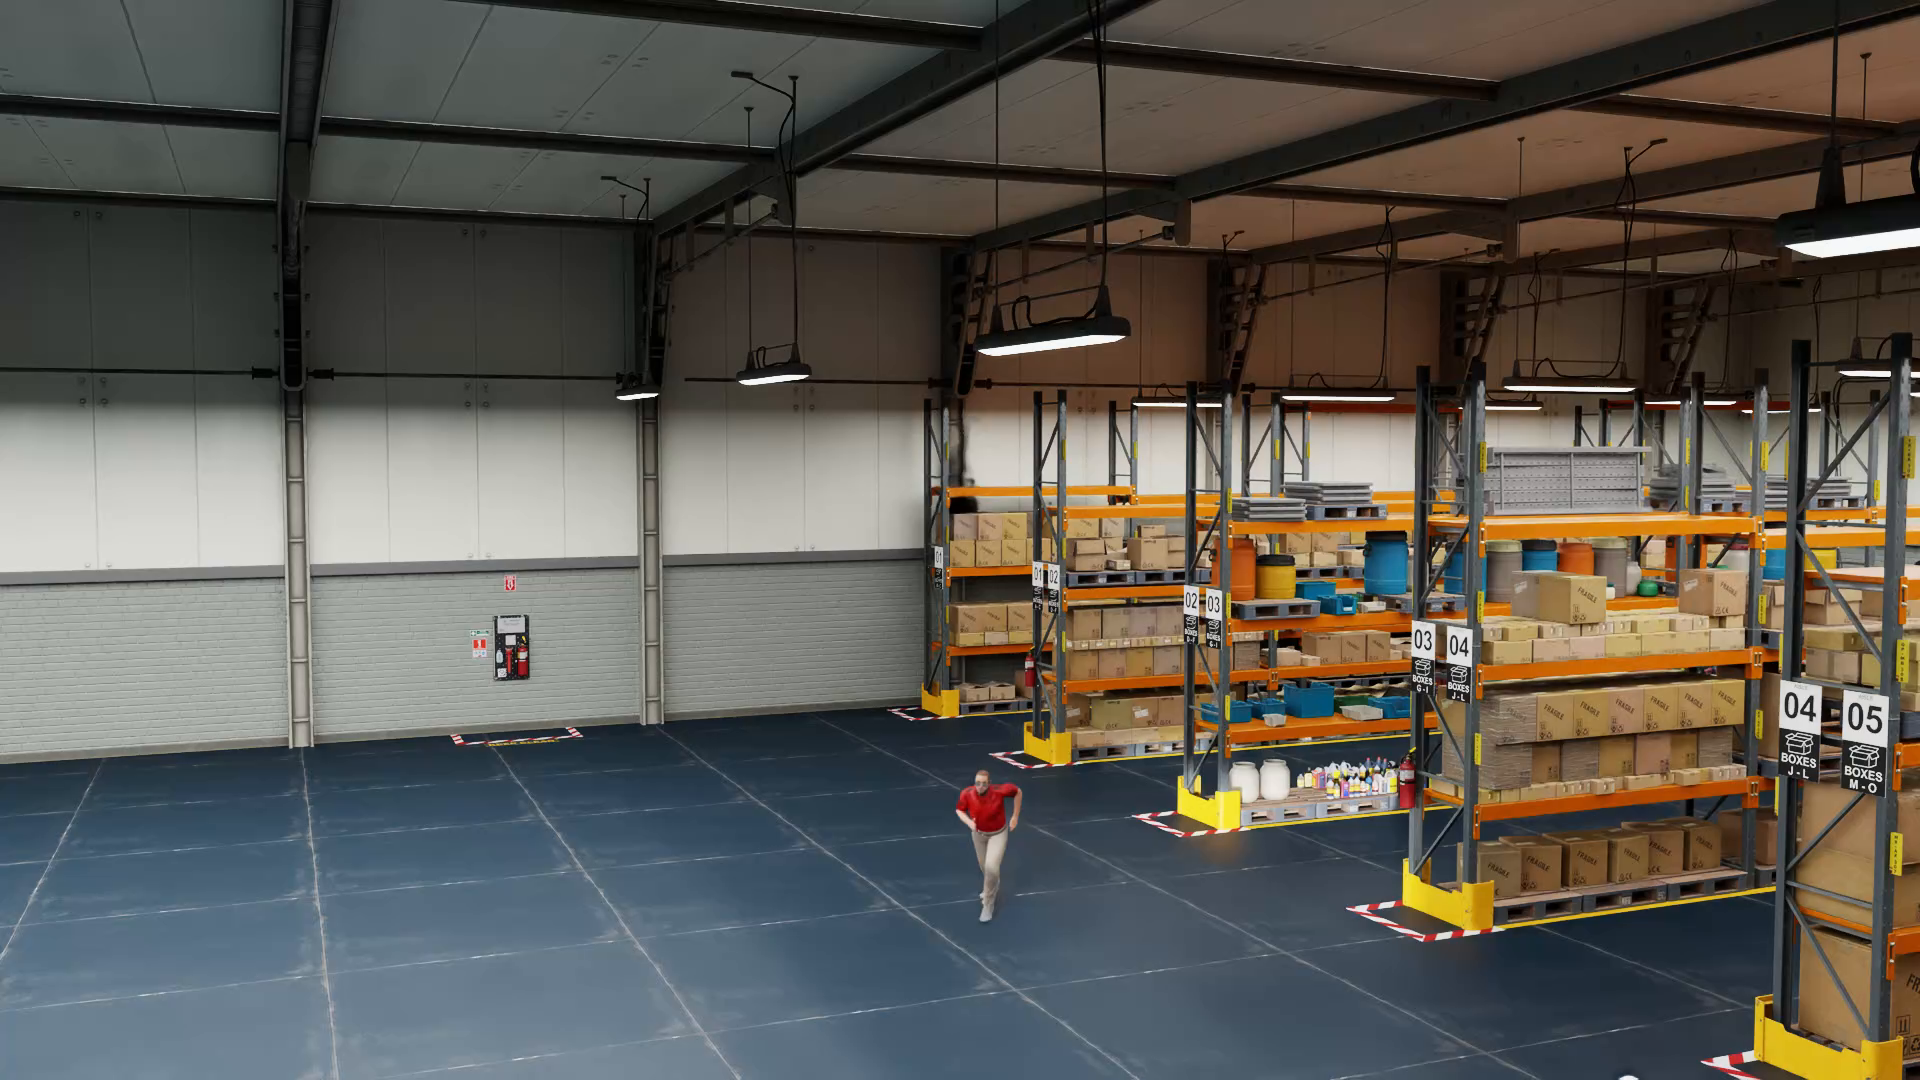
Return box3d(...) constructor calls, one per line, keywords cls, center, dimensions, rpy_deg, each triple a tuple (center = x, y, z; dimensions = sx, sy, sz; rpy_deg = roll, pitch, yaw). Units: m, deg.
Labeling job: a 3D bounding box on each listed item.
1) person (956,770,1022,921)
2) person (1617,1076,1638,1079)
box3d(cls="person", center=(0.340, 3.304, 18.305), dimensions=(0.706, 1.697, 1.013), rpy_deg=(1, 3, 12))
box3d(cls="person", center=(3.611, 3.737, 8.948), dimensions=(0.670, 1.750, 0.919), rpy_deg=(2, 4, 31))
